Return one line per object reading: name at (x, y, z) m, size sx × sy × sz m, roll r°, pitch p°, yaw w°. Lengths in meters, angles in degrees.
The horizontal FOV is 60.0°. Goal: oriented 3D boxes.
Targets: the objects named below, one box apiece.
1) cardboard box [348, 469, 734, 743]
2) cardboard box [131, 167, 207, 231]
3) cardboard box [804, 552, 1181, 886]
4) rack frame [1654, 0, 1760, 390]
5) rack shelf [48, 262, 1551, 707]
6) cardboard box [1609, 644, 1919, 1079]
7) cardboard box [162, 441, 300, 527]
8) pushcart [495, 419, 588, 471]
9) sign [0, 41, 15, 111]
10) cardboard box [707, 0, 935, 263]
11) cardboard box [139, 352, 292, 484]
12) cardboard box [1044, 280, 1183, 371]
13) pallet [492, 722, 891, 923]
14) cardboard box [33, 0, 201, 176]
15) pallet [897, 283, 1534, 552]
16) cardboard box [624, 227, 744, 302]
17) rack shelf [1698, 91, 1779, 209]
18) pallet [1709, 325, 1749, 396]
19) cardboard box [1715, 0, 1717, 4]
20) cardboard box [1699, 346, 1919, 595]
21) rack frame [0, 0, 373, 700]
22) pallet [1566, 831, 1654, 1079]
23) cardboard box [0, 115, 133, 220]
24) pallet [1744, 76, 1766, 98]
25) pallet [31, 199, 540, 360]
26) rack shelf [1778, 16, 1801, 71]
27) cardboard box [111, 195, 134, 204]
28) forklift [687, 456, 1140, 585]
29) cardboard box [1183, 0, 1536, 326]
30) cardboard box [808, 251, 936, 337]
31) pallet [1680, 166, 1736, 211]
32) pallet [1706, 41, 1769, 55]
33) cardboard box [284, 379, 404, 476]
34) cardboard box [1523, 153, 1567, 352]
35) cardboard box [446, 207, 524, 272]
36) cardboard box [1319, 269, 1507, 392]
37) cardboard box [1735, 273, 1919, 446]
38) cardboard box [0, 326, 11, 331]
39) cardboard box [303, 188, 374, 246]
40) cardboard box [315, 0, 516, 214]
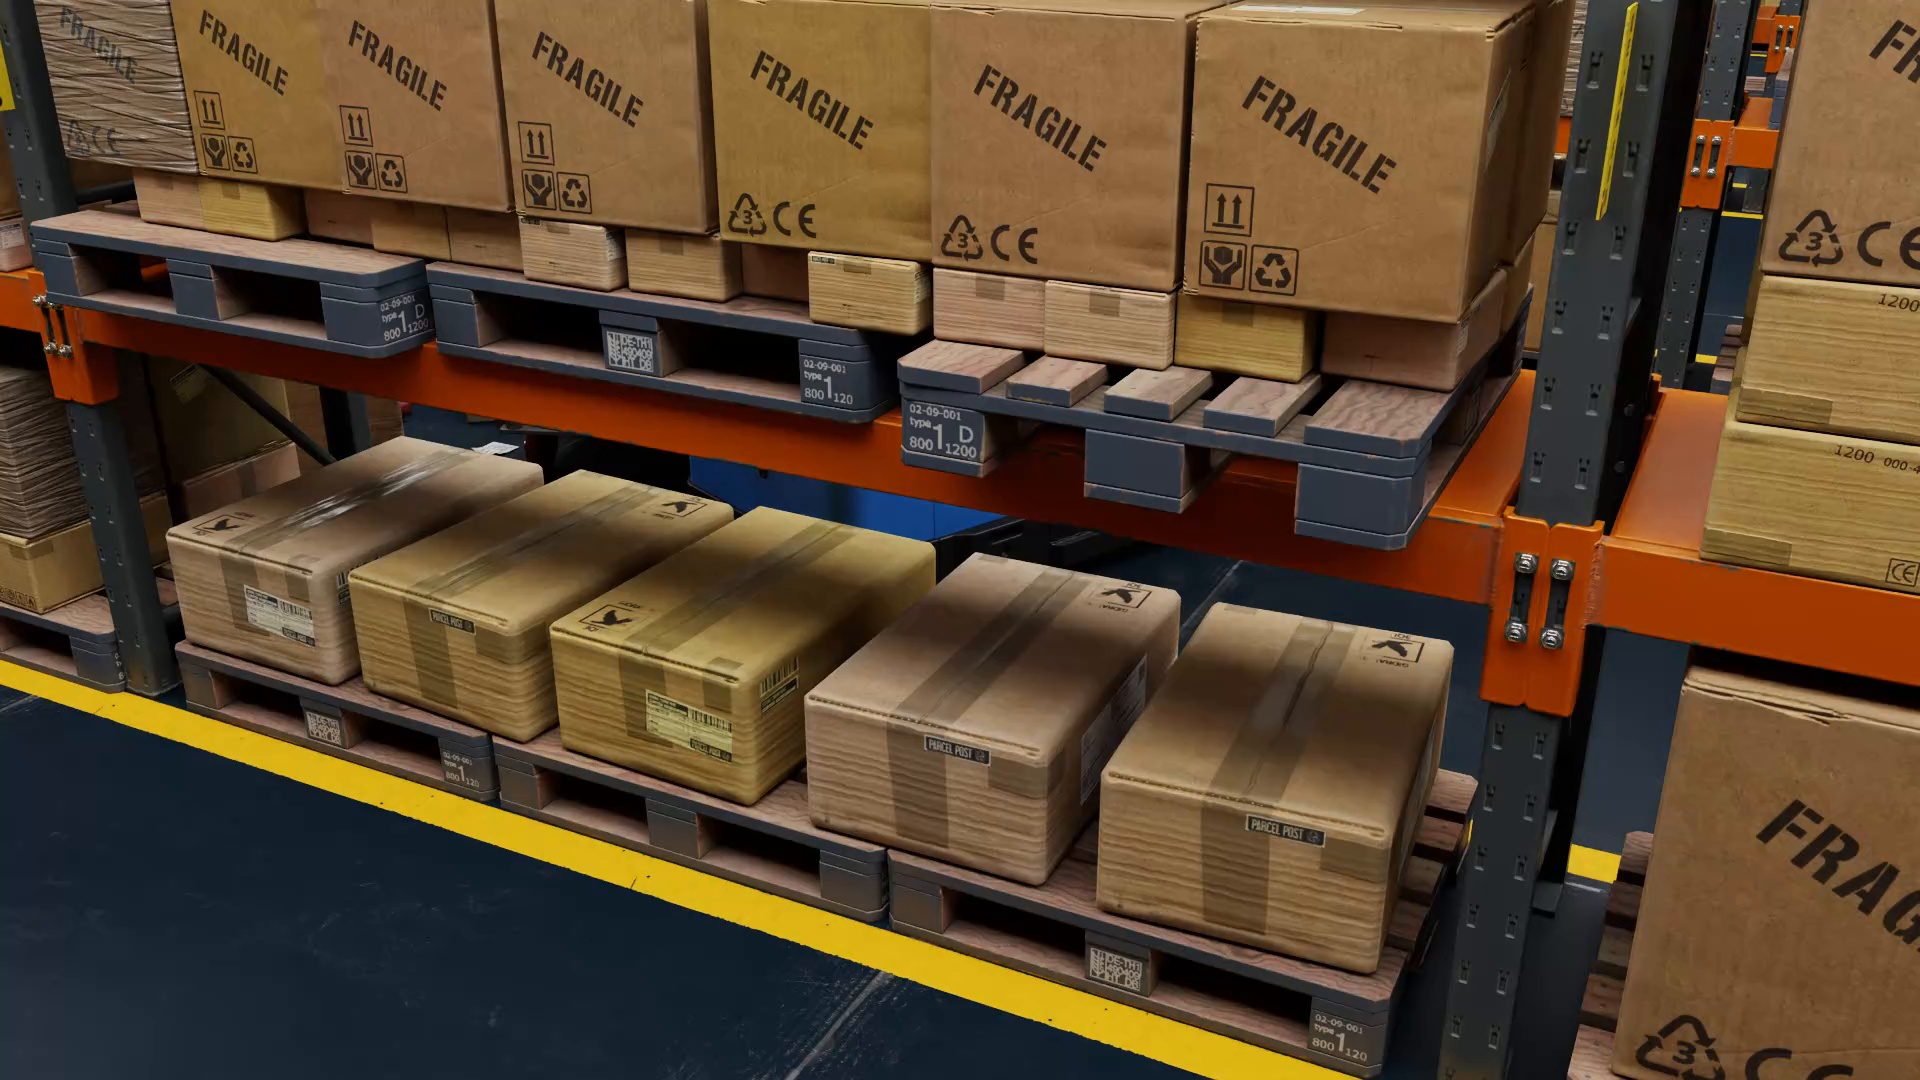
cardboard box at (-1.185, 0.159, 4.865) m, size 0.625 × 0.372 × 0.950 m, roll 13°, pitch 26°, yaw 28°
cardboard box at (-1.946, -0.945, 4.423) m, size 0.250 × 0.149 × 0.380 m, roll 12°, pitch 26°, yaw 25°
cardboard box at (0.111, 0.417, 4.258) m, size 0.625 × 0.372 × 0.950 m, roll 11°, pitch 25°, yaw 24°
rack frame at (3.416, -2.115, 7.391) m, size 0.127 × 3.000 × 1.000 m, roll 11°, pitch 25°, yaw 25°
rack shelf at (-0.512, -0.391, 4.255) m, size 4.000 × 0.370 × 1.077 m, roll 11°, pitch 25°, yaw 25°
cardboard box at (1.852, 0.567, 3.262) m, size 0.875 × 0.875 × 0.875 m, roll 11°, pitch 25°, yaw 24°
cardboard box at (-2.702, -0.201, 5.867) m, size 0.500 × 0.250 × 0.500 m, roll 10°, pitch 25°, yaw 22°
pushcart at (-1.313, -0.673, 7.351) m, size 0.936 × 0.377 × 1.648 m, roll 3°, pitch 23°, yaw 6°
sign at (-2.535, -1.282, 4.326) m, size 0.005 × 0.325 × 0.100 m, roll 11°, pitch 25°, yaw 25°
cardboard box at (-0.176, -0.904, 3.498) m, size 0.500 × 0.500 × 0.500 m, roll 9°, pitch 25°, yaw 21°
cardboard box at (-2.702, -0.546, 5.720) m, size 0.500 × 0.500 × 0.500 m, roll 13°, pitch 26°, yaw 27°
cardboard box at (0.357, -0.473, 3.313) m, size 0.250 × 0.149 × 0.380 m, roll 11°, pitch 25°, yaw 24°
pallet at (-0.509, 0.560, 4.663) m, size 1.213 × 0.211 × 1.003 m, roll 11°, pitch 25°, yaw 25°
cardboard box at (-2.008, -1.268, 4.354) m, size 0.500 × 0.500 × 0.500 m, roll 12°, pitch 26°, yaw 26°
pallet at (0.589, -0.369, 3.530) m, size 1.003 × 0.211 × 1.213 m, roll 11°, pitch 25°, yaw 25°
cardboard box at (-0.545, -0.668, 3.772) m, size 0.250 × 0.149 × 0.380 m, roll 10°, pitch 25°, yaw 23°
rack shelf at (5.201, -1.431, 6.701) m, size 4.000 × 0.370 × 1.077 m, roll 11°, pitch 25°, yaw 25°
pallet at (4.113, -0.693, 7.611) m, size 1.213 × 0.211 × 1.003 m, roll 11°, pitch 25°, yaw 25°
cardboard box at (9.172, -6.571, 20.128) m, size 0.500 × 0.311 × 0.500 m, roll 11°, pitch 25°, yaw 24°
cardboard box at (1.596, -0.125, 2.903) m, size 0.500 × 0.250 × 0.500 m, roll 11°, pitch 25°, yaw 24°
rack frame at (-2.297, -1.075, 4.945) m, size 0.127 × 3.000 × 1.000 m, roll 11°, pitch 25°, yaw 25°
pallet at (1.942, 1.080, 3.440) m, size 1.213 × 0.211 × 1.003 m, roll 11°, pitch 25°, yaw 25°
cardboard box at (-2.806, -1.249, 4.847) m, size 0.500 × 0.500 × 0.500 m, roll 10°, pitch 25°, yaw 23°
pallet at (7.305, -4.427, 16.389) m, size 1.213 × 0.211 × 1.003 m, roll 11°, pitch 25°, yaw 25°
pallet at (-1.681, -0.801, 4.545) m, size 1.213 × 0.211 × 1.003 m, roll 11°, pitch 25°, yaw 25°
rack shelf at (7.529, -3.145, 10.733) m, size 4.000 × 0.370 × 1.077 m, roll 11°, pitch 25°, yaw 25°
cardboard box at (-2.682, -1.153, 5.450) m, size 0.250 × 0.149 × 0.380 m, roll 12°, pitch 26°, yaw 26°
forklift at (0.484, -1.502, 6.037) m, size 3.031 × 2.935 × 1.130 m, roll -18°, pitch 29°, yaw -35°
cardboard box at (0.742, -0.728, 3.084) m, size 0.500 × 0.500 × 0.500 m, roll 10°, pitch 25°, yaw 23°
cardboard box at (-0.116, -0.564, 3.527) m, size 0.250 × 0.149 × 0.380 m, roll 12°, pitch 26°, yaw 25°
pallet at (5.047, -2.685, 12.294) m, size 1.213 × 0.211 × 1.003 m, roll 11°, pitch 25°, yaw 25°
pallet at (9.500, -6.165, 20.476) m, size 1.213 × 0.211 × 1.003 m, roll 11°, pitch 25°, yaw 25°
cardboard box at (-2.639, -0.590, 6.996) m, size 0.500 × 0.500 × 0.500 m, roll -10°, pitch 25°, yaw -21°
cardboard box at (2.913, -1.412, 8.076) m, size 0.750 × 0.750 × 1.050 m, roll 11°, pitch 25°, yaw 24°
cardboard box at (-1.010, -0.770, 4.011) m, size 0.250 × 0.149 × 0.380 m, roll 11°, pitch 26°, yaw 25°
cardboard box at (0.874, -0.422, 3.194) m, size 0.250 × 0.149 × 0.380 m, roll 12°, pitch 26°, yaw 26°
cardboard box at (1.613, -0.354, 2.802) m, size 0.500 × 0.250 × 0.500 m, roll 11°, pitch 25°, yaw 24°
cardboard box at (-3.401, -0.448, 5.489) m, size 0.500 × 0.500 × 0.500 m, roll 12°, pitch 26°, yaw 25°
cardboard box at (-1.440, -0.874, 4.257) m, size 0.250 × 0.149 × 0.380 m, roll 13°, pitch 26°, yaw 28°
cardboard box at (-1.126, -1.088, 3.930) m, size 0.500 × 0.500 × 0.500 m, roll 11°, pitch 25°, yaw 24°
